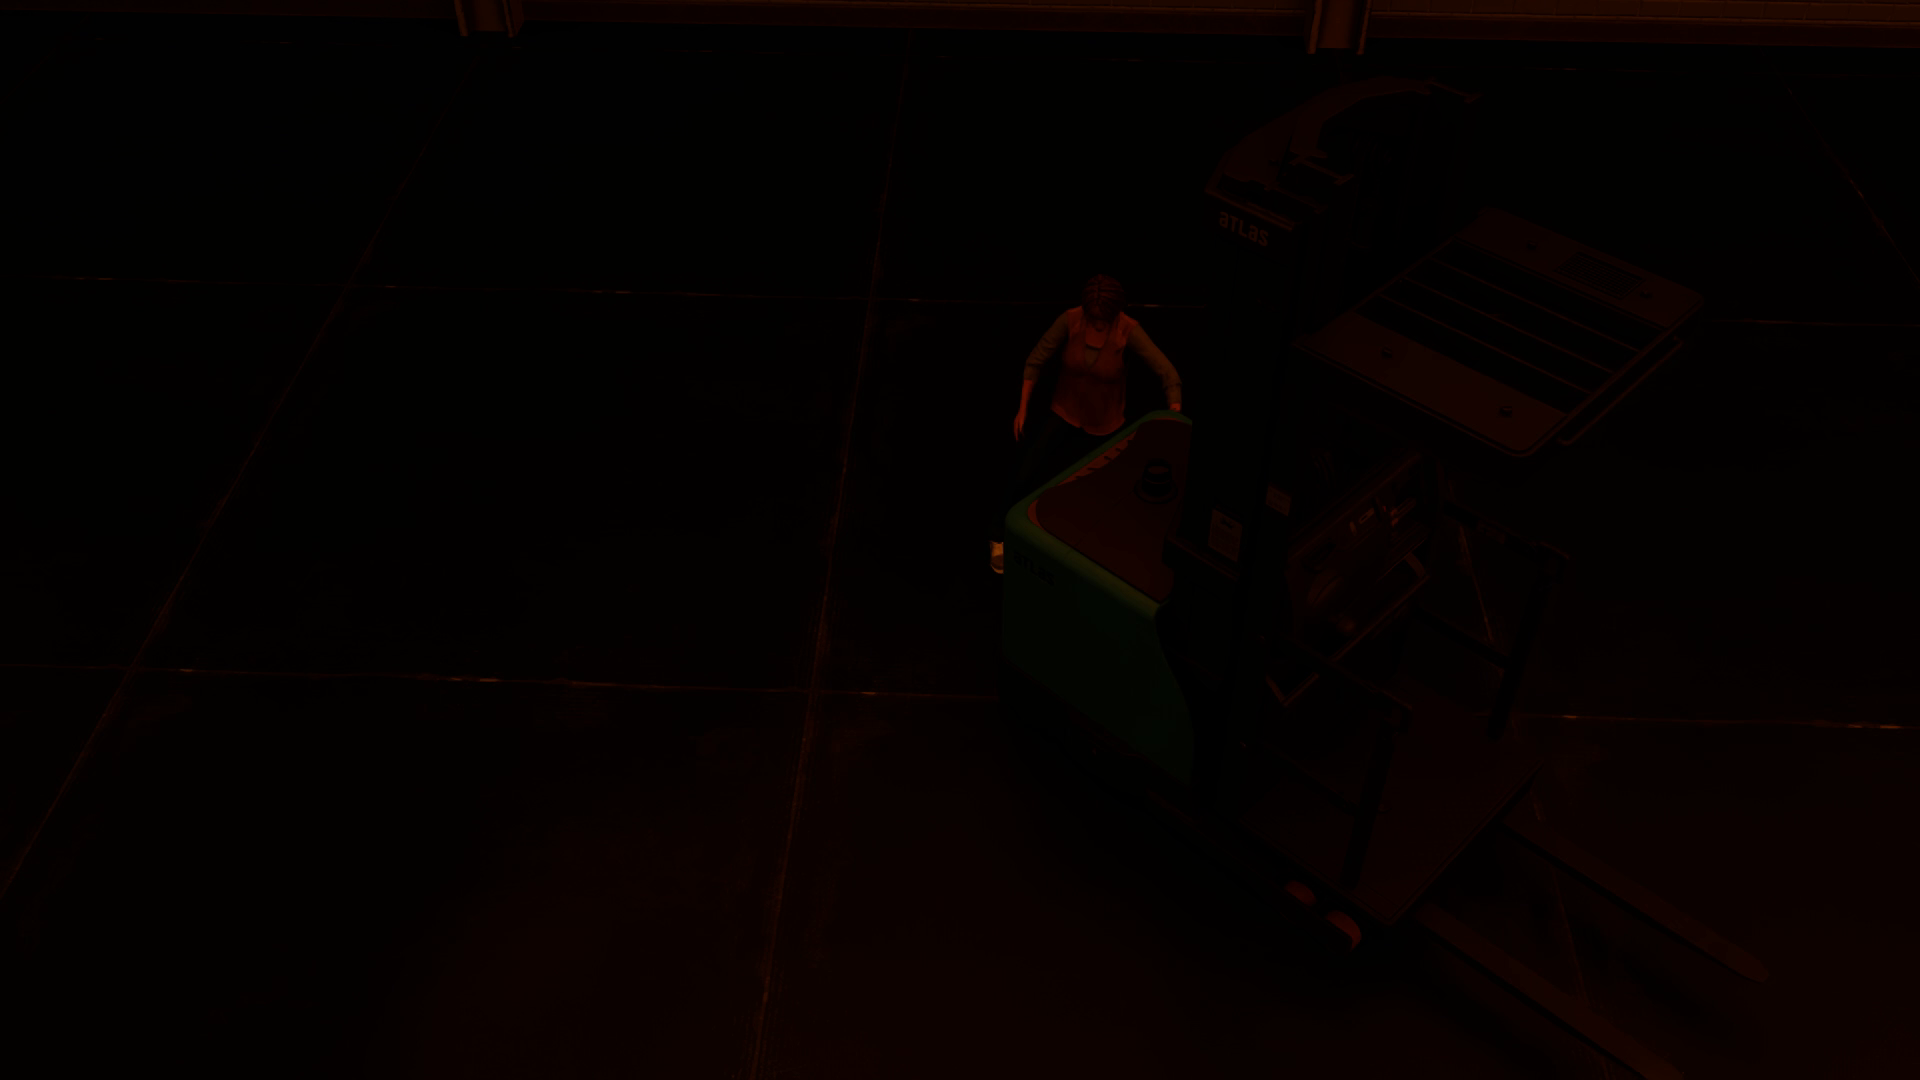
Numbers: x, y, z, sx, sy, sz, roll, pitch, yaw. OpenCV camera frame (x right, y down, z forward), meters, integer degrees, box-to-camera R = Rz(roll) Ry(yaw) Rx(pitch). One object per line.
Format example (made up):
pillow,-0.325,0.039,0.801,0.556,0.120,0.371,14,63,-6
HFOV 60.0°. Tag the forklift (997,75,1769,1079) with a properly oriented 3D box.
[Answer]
forklift,1.561,0.066,5.670,3.031,2.935,1.130,33,52,31

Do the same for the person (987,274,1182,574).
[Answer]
person,0.604,-0.526,7.466,0.869,1.451,0.811,10,43,11
